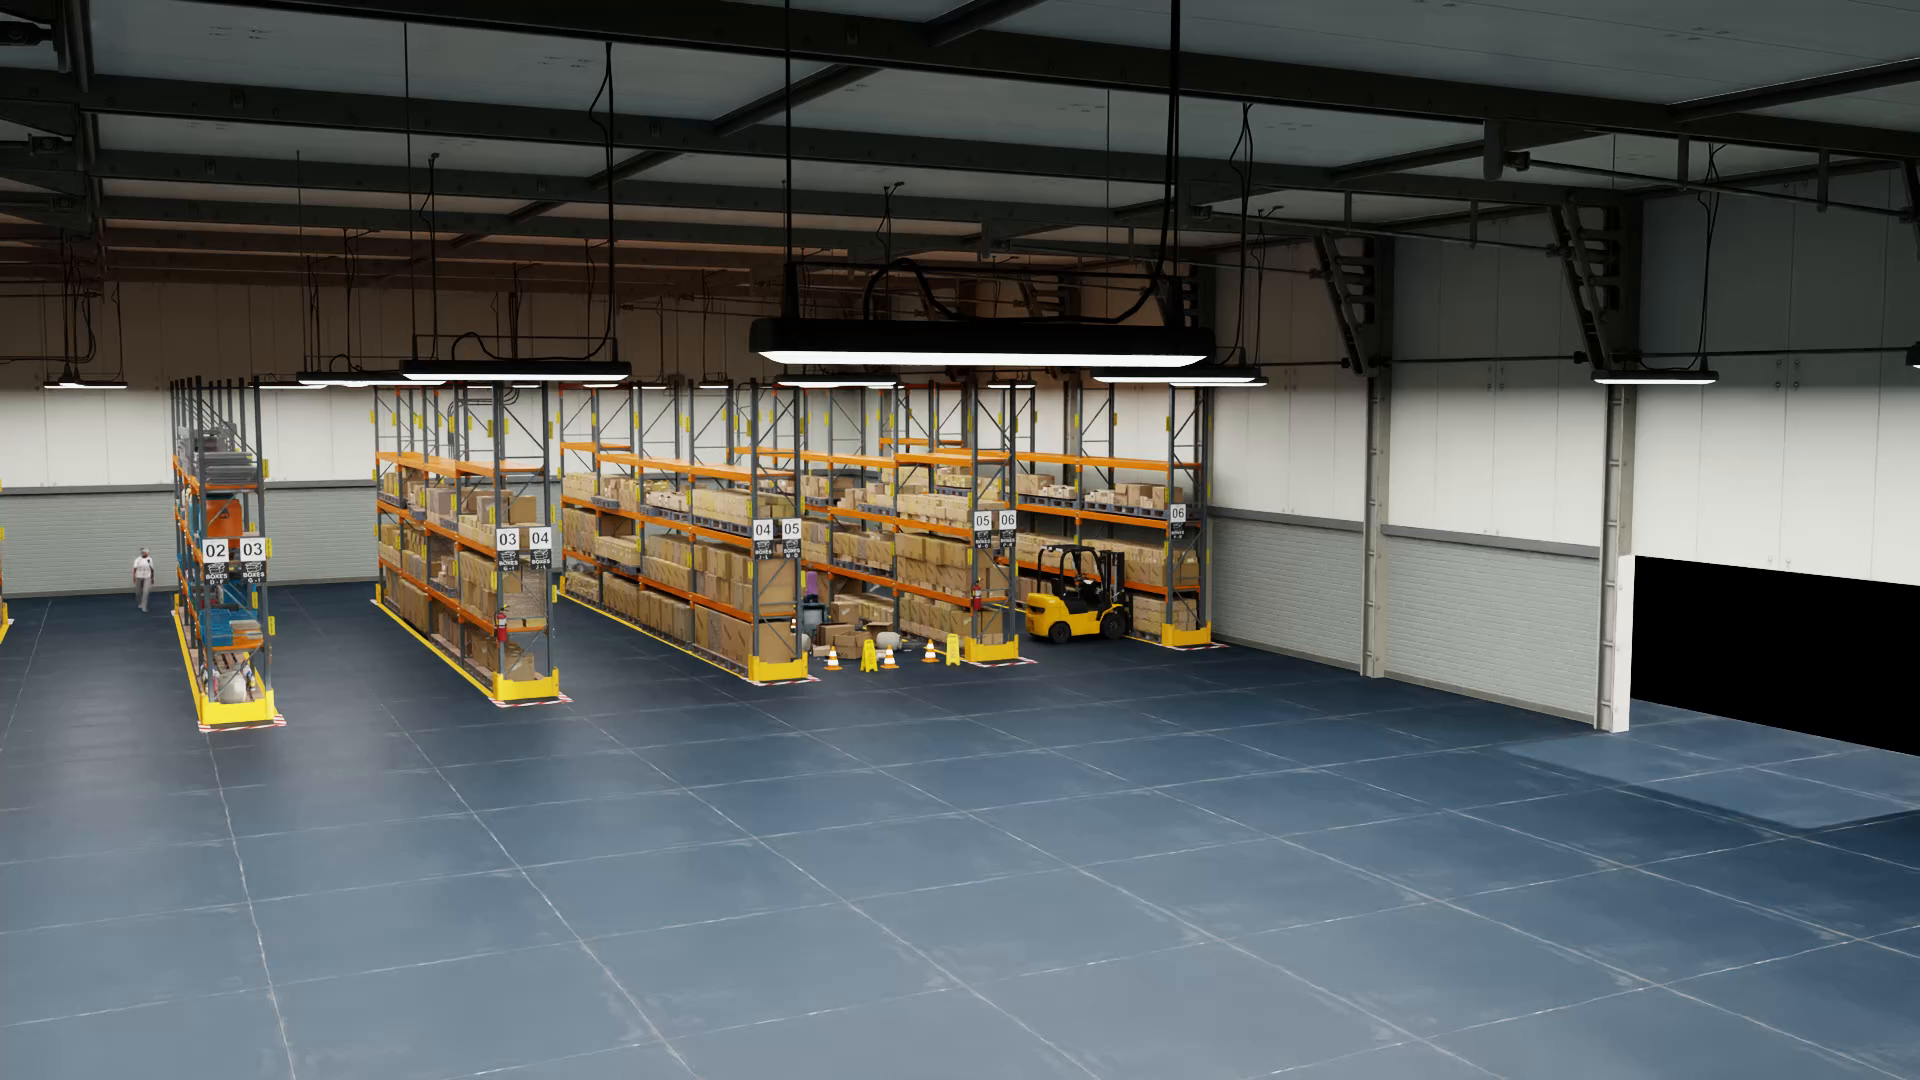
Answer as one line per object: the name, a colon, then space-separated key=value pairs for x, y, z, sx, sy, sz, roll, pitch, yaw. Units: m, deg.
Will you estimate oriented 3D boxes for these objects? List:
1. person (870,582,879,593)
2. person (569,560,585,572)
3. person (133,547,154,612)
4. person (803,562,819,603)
person: x=-2.334 y=0.618 z=46.144 sx=0.481 sy=1.657 sz=0.522 roll=-3 pitch=6 yaw=-27
person: x=-11.766 y=0.364 z=51.287 sx=0.666 sy=1.573 sz=0.423 roll=1 pitch=5 yaw=11
person: x=-21.457 y=1.022 z=43.705 sx=0.519 sy=1.659 sz=0.807 roll=-3 pitch=6 yaw=-32
person: x=-3.609 y=1.357 z=40.380 sx=0.474 sy=1.616 sz=0.627 roll=-4 pitch=7 yaw=-41
